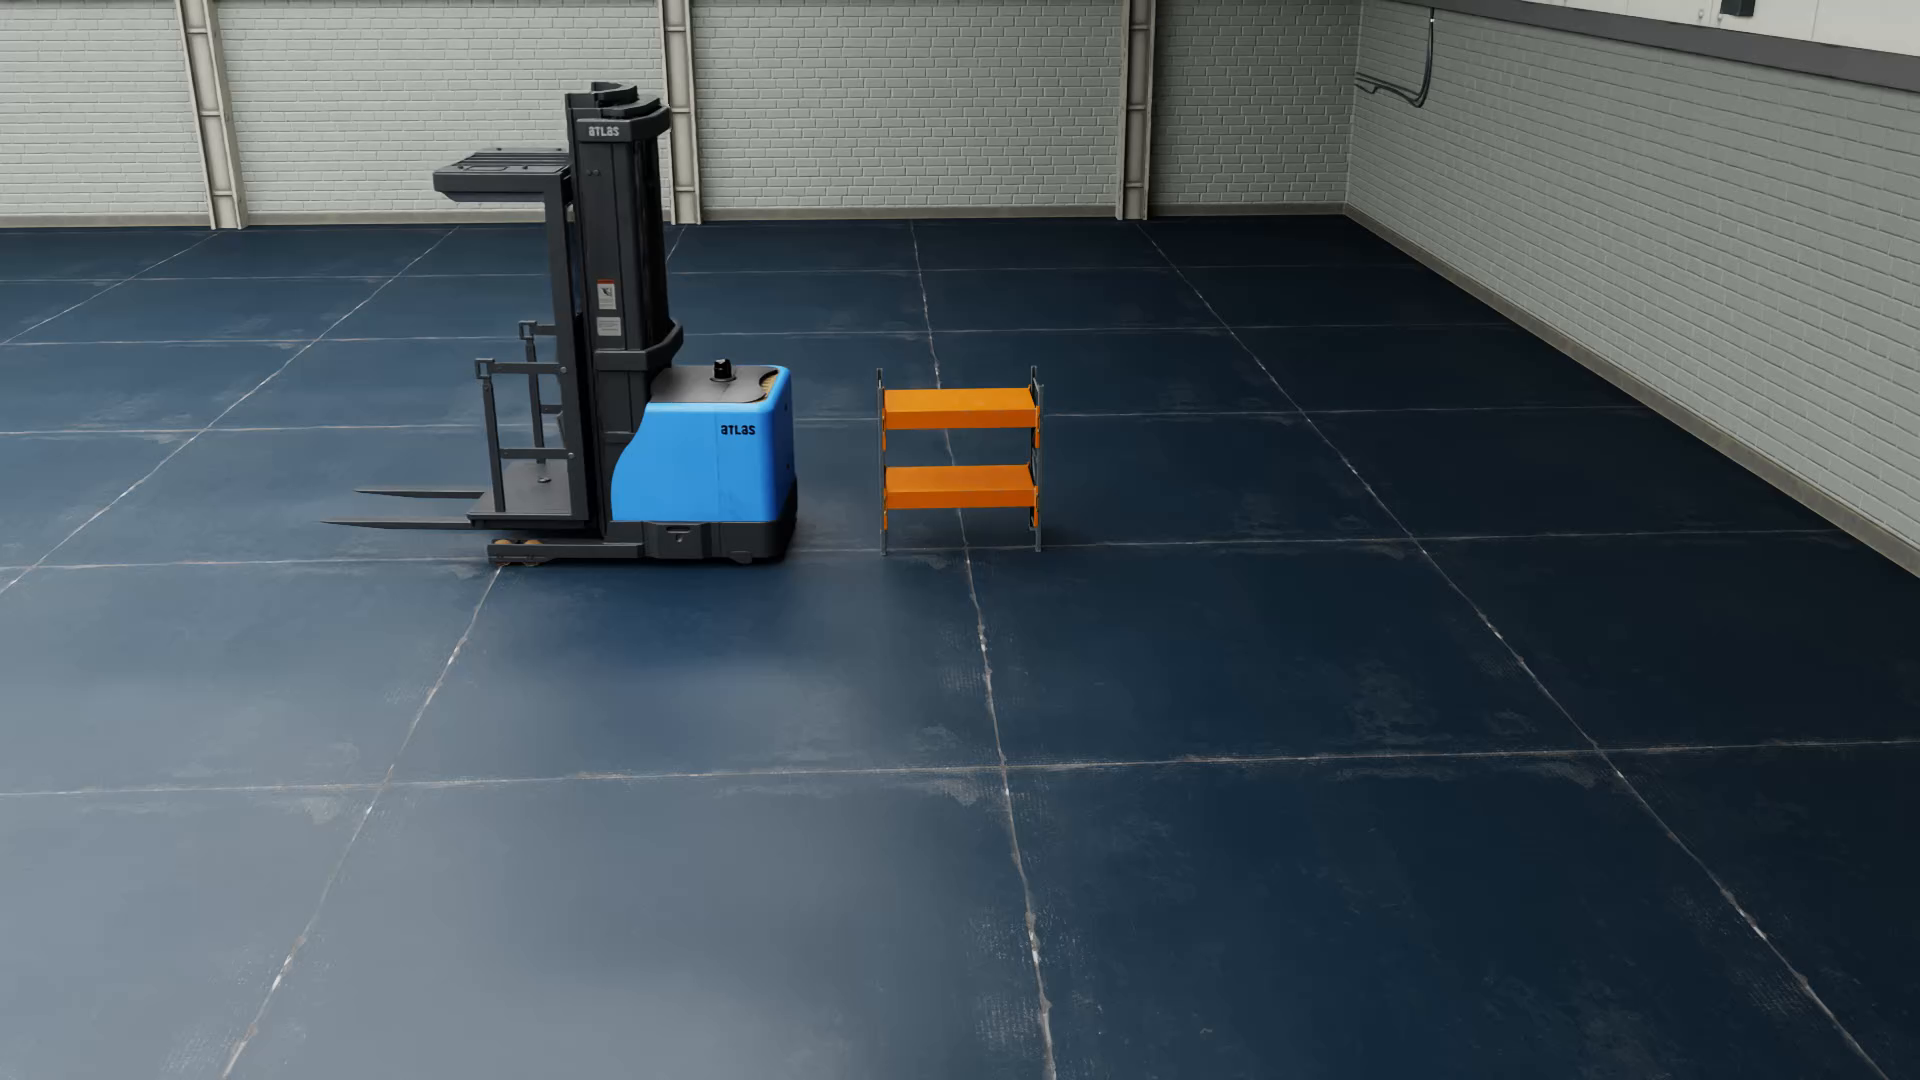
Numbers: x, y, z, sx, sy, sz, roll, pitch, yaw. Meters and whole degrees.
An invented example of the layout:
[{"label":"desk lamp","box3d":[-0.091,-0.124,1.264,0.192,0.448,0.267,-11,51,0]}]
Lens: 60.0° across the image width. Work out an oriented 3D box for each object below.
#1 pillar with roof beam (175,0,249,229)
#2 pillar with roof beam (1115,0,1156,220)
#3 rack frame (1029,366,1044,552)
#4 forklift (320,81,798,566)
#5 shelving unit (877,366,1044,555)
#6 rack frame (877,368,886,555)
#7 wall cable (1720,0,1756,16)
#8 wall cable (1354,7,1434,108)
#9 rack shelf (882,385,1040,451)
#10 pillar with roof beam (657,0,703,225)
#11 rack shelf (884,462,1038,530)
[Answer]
[{"label":"pillar with roof beam","box3d":[-9.403,-6.817,16.380,0.400,9.000,9.100,-1,21,-3]},{"label":"pillar with roof beam","box3d":[2.577,-7.061,17.021,0.400,9.000,9.100,-1,21,-3]},{"label":"rack frame","box3d":[0.501,-0.536,10.948,0.032,1.125,0.500,-1,21,-3]},{"label":"forklift","box3d":[-2.647,-1.388,10.648,3.031,2.935,1.130,1,21,1]},{"label":"shelving unit","box3d":[-0.007,-0.526,10.920,1.048,1.125,0.538,-1,21,-3]},{"label":"rack frame","box3d":[-0.514,-0.515,10.893,0.032,1.125,0.500,-1,21,-3]},{"label":"wall cable","box3d":[5.874,-6.397,10.497,0.169,6.003,2.305,-1,21,-3]},{"label":"wall cable","box3d":[5.348,-6.729,20.513,0.112,2.526,3.097,-1,21,-3]},{"label":"rack shelf","box3d":[-0.007,-0.799,10.816,1.000,0.278,0.538,-1,21,-3]},{"label":"pillar with roof beam","box3d":[-3.413,-6.939,16.700,0.400,9.000,9.100,-1,21,-3]},{"label":"rack shelf","box3d":[-0.007,-0.297,11.007,1.000,0.278,0.538,-1,21,-3]}]
